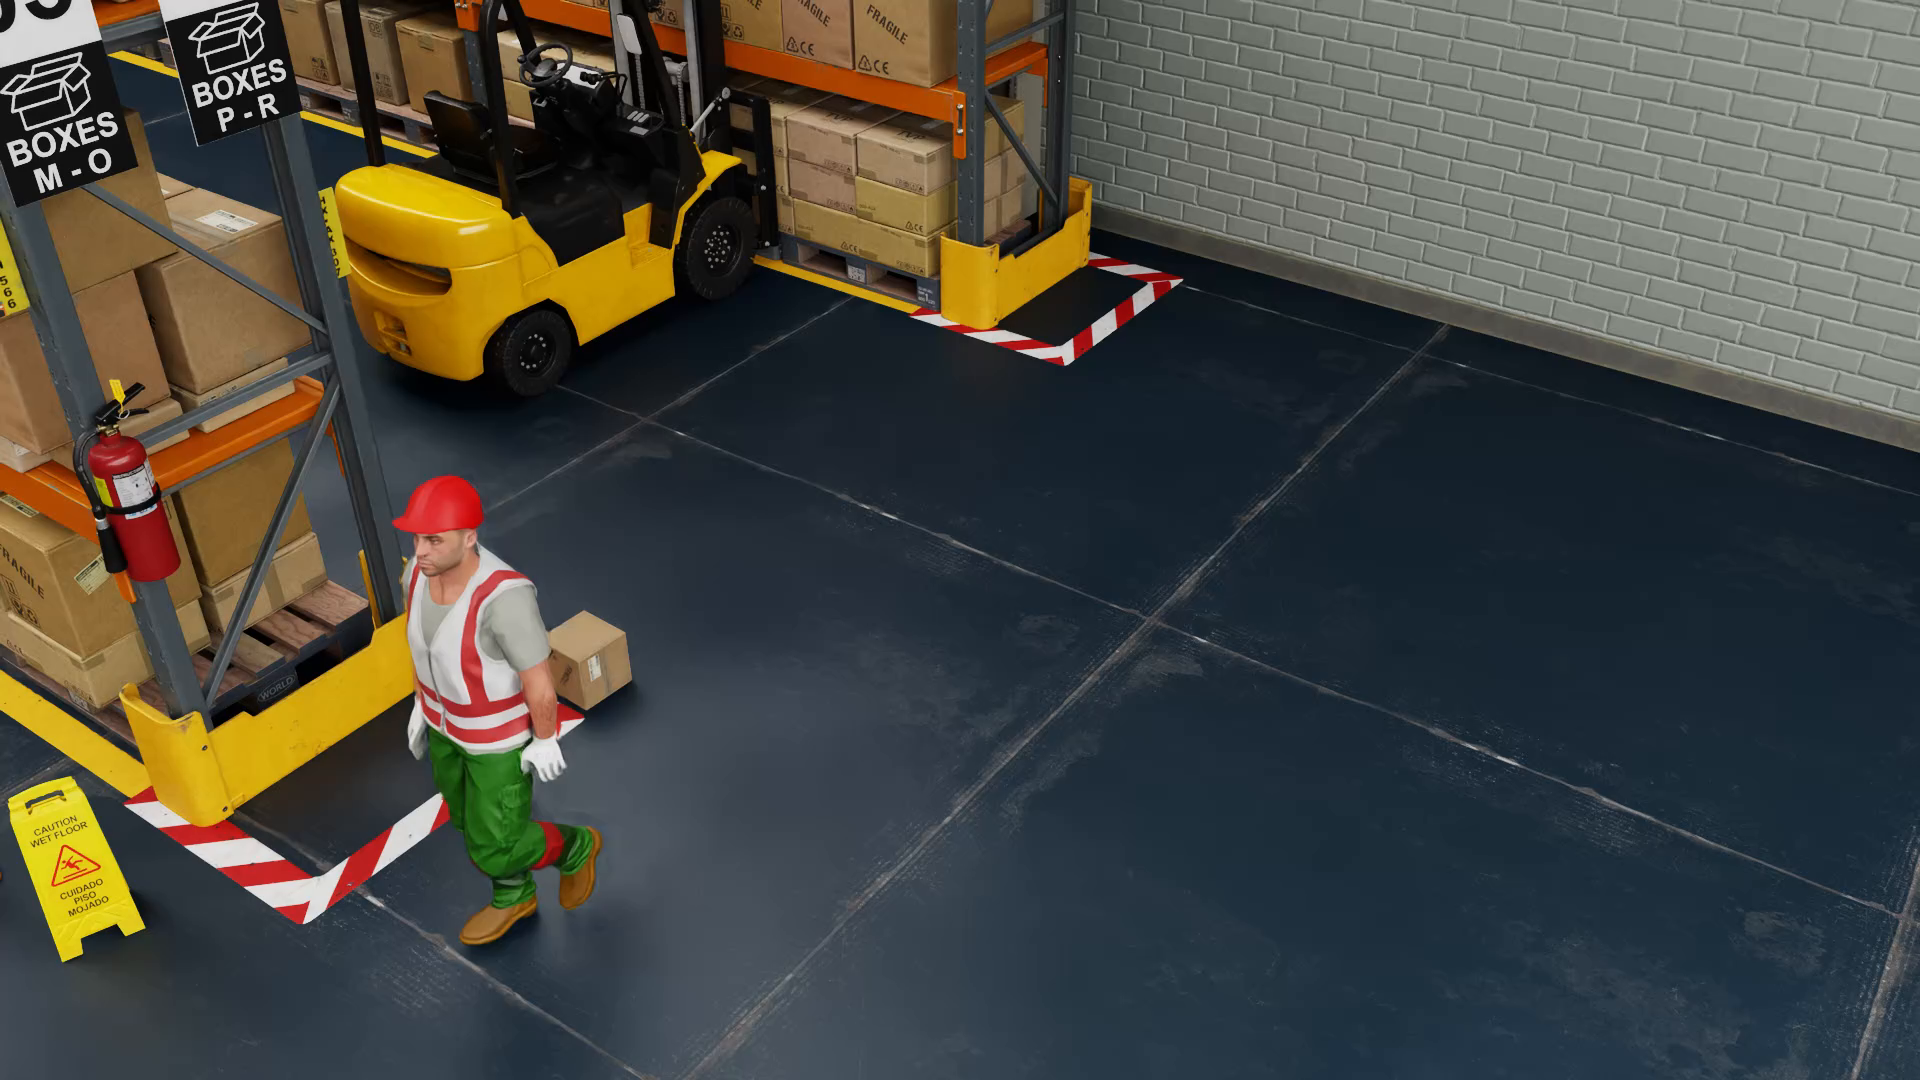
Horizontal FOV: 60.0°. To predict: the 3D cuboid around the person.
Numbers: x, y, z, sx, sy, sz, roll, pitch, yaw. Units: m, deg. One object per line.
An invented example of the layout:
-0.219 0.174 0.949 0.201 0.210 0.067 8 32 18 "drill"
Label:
-1.473 0.565 5.248 0.544 1.780 0.513 22 40 29 "person"
